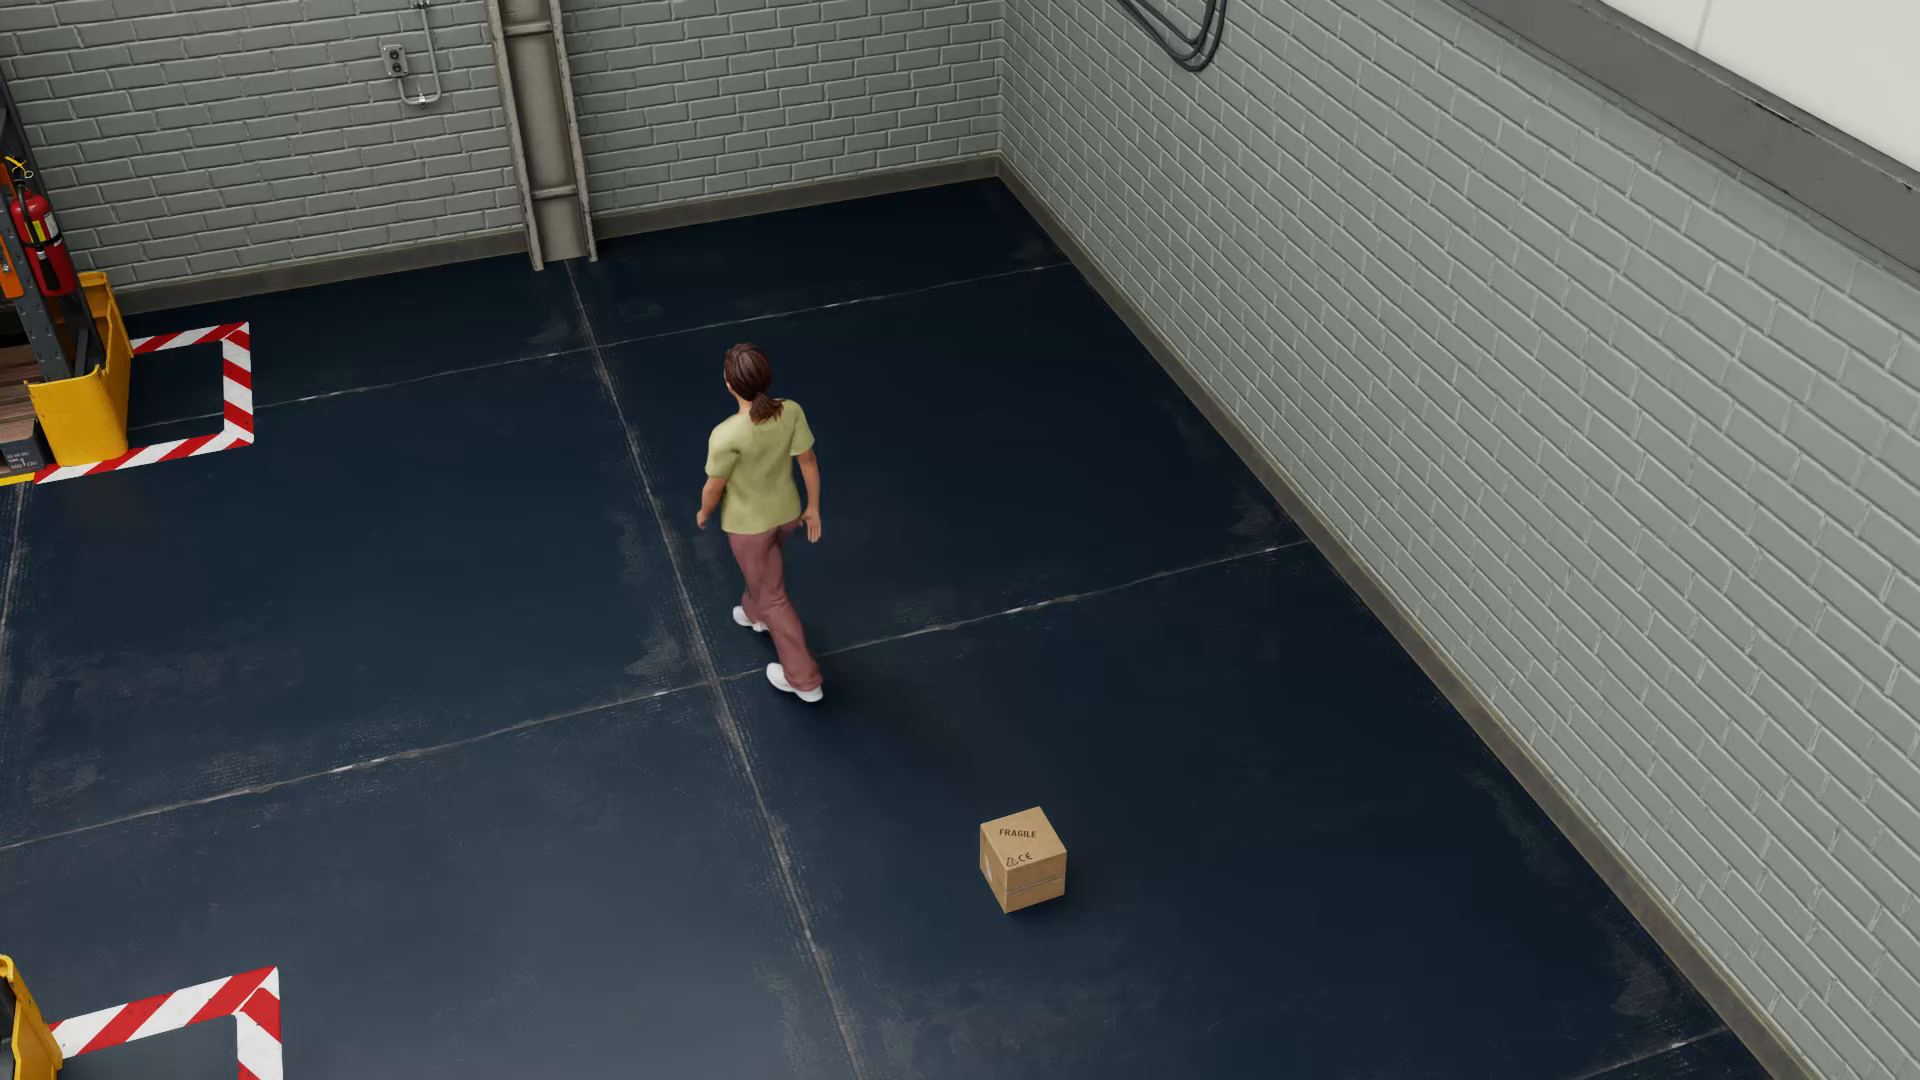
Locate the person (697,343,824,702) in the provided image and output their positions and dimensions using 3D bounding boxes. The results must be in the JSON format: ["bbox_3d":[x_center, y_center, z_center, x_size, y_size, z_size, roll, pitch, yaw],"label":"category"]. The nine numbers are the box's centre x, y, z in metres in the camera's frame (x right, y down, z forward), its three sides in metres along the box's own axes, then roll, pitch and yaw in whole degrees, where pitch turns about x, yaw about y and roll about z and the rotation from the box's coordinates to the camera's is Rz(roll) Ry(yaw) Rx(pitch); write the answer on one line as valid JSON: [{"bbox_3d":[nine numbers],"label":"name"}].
[{"bbox_3d":[-0.868,-0.102,6.922,0.459,1.690,0.792,-30,47,-32],"label":"person"}]
